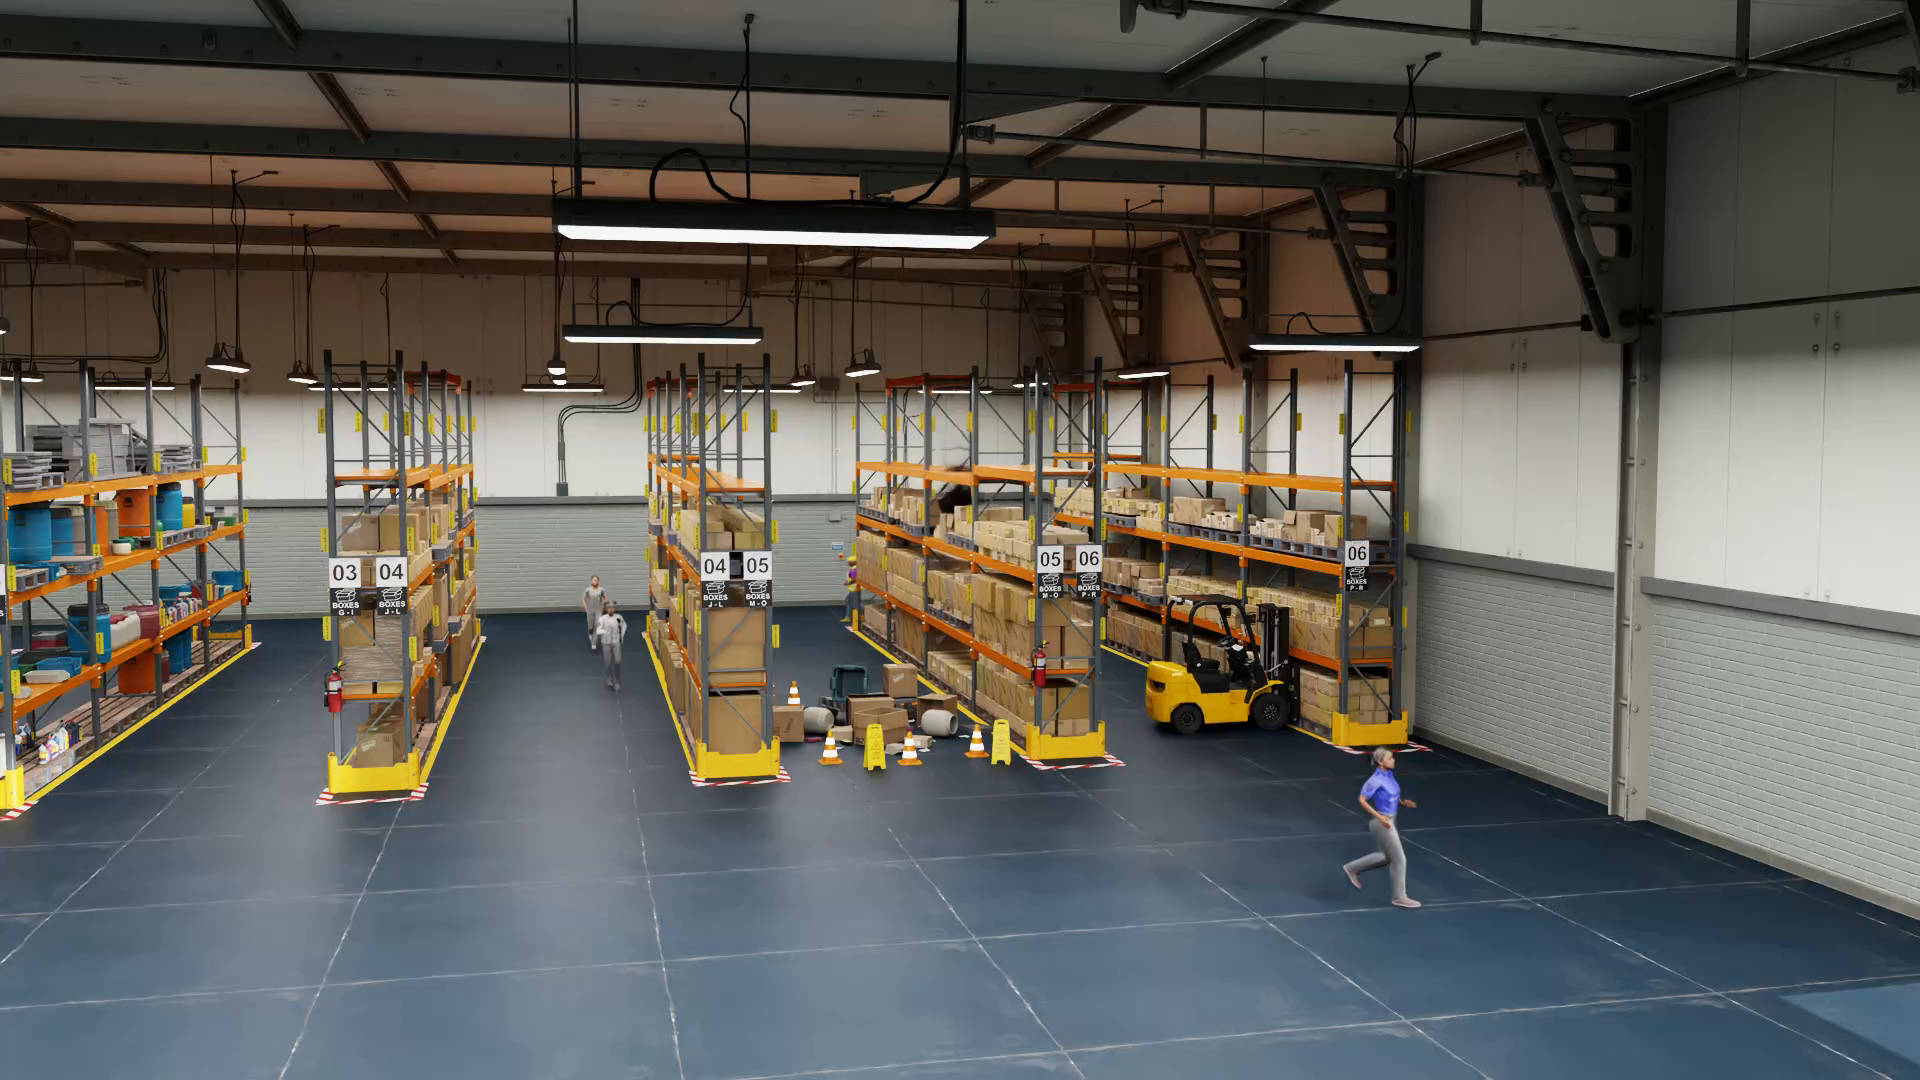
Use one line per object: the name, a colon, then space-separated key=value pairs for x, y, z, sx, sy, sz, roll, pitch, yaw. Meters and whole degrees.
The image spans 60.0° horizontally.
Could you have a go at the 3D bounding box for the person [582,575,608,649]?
person: x=-8.185 y=1.606 z=37.307 sx=0.567 sy=1.638 sz=0.650 roll=-1 pitch=4 yaw=-14

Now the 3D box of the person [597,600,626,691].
person: x=-6.566 y=1.984 z=31.379 sx=0.561 sy=1.726 sz=0.753 roll=-1 pitch=4 yaw=-13

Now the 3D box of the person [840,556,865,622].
person: x=-2.633 y=1.241 z=41.733 sx=0.893 sy=1.725 sz=0.754 roll=1 pitch=4 yaw=9

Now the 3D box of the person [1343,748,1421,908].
person: x=4.398 y=2.976 z=17.354 sx=0.850 sy=1.624 sz=0.588 roll=2 pitch=5 yaw=30
